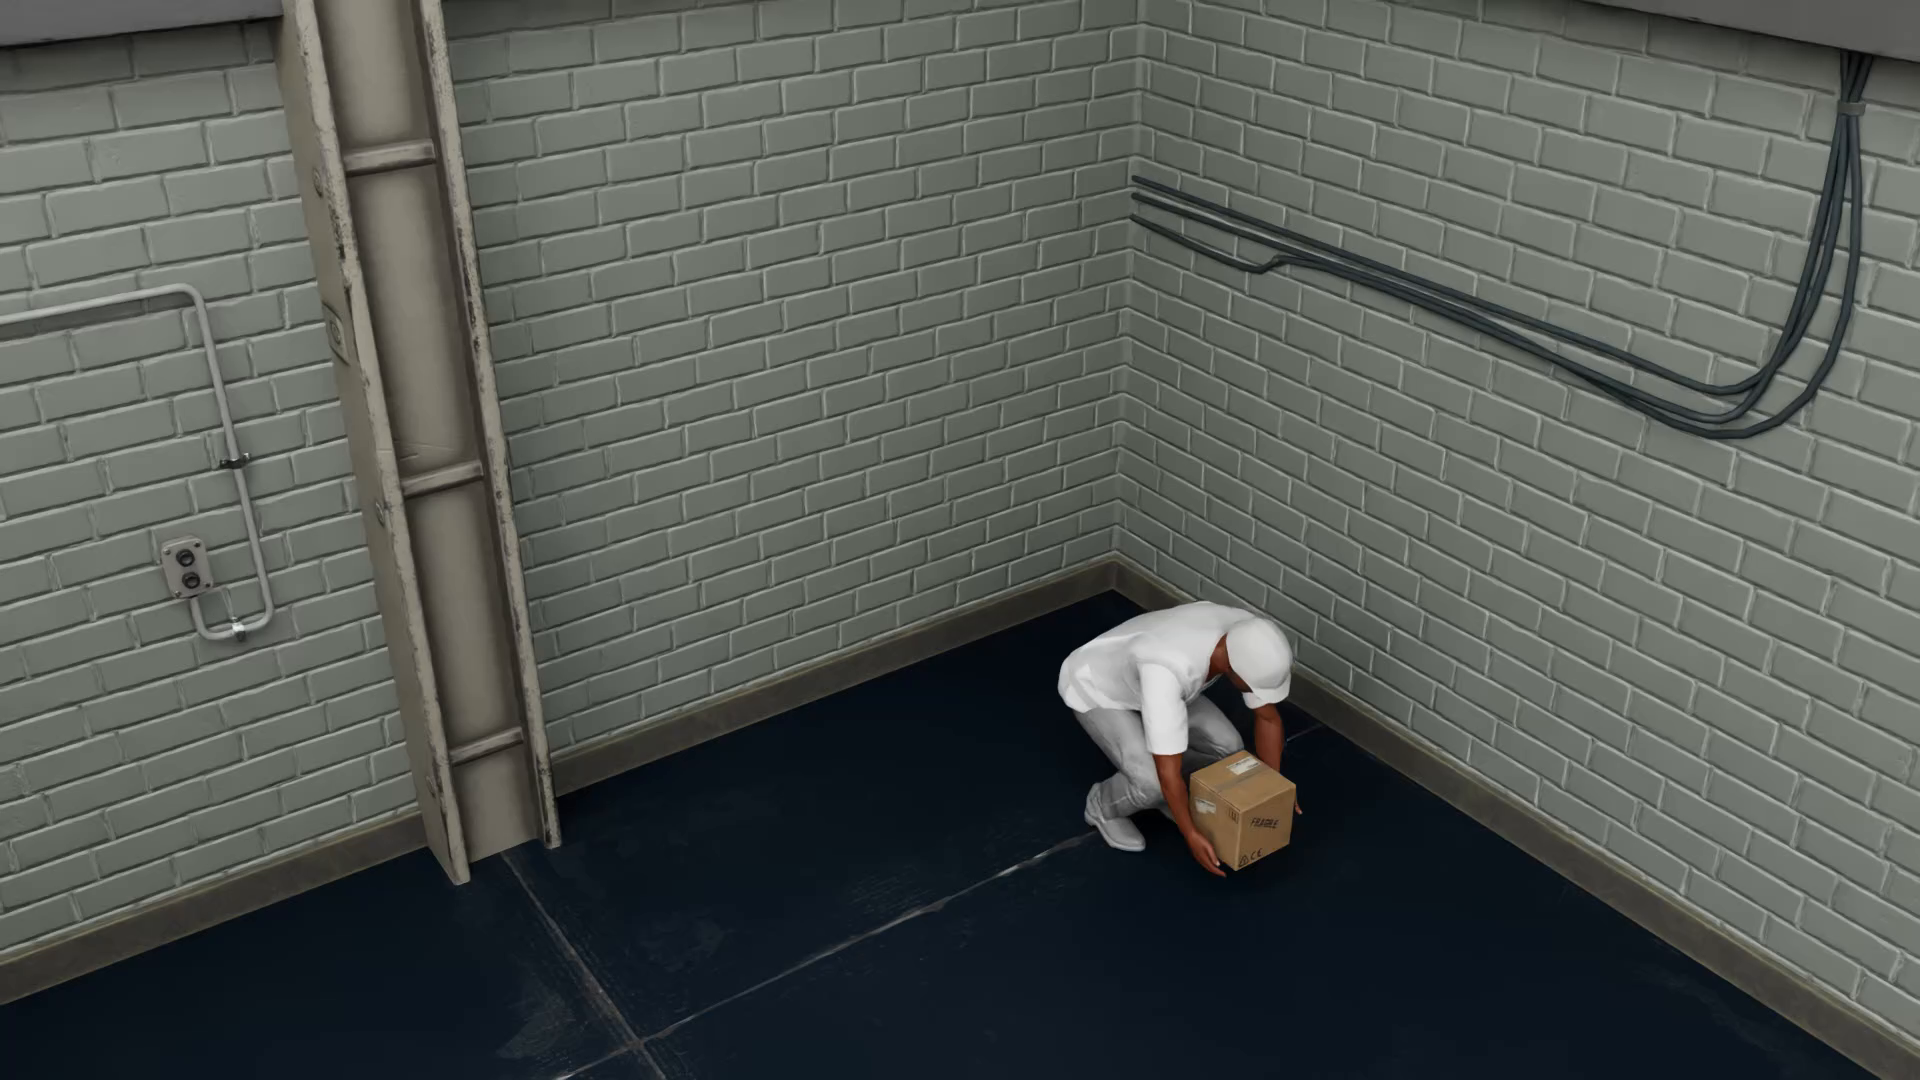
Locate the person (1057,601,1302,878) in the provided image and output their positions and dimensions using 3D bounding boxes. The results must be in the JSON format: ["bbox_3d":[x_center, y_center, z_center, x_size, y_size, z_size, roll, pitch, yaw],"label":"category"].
[{"bbox_3d":[0.768,0.603,5.768,0.583,1.027,0.886,-19,34,-31],"label":"person"}]
